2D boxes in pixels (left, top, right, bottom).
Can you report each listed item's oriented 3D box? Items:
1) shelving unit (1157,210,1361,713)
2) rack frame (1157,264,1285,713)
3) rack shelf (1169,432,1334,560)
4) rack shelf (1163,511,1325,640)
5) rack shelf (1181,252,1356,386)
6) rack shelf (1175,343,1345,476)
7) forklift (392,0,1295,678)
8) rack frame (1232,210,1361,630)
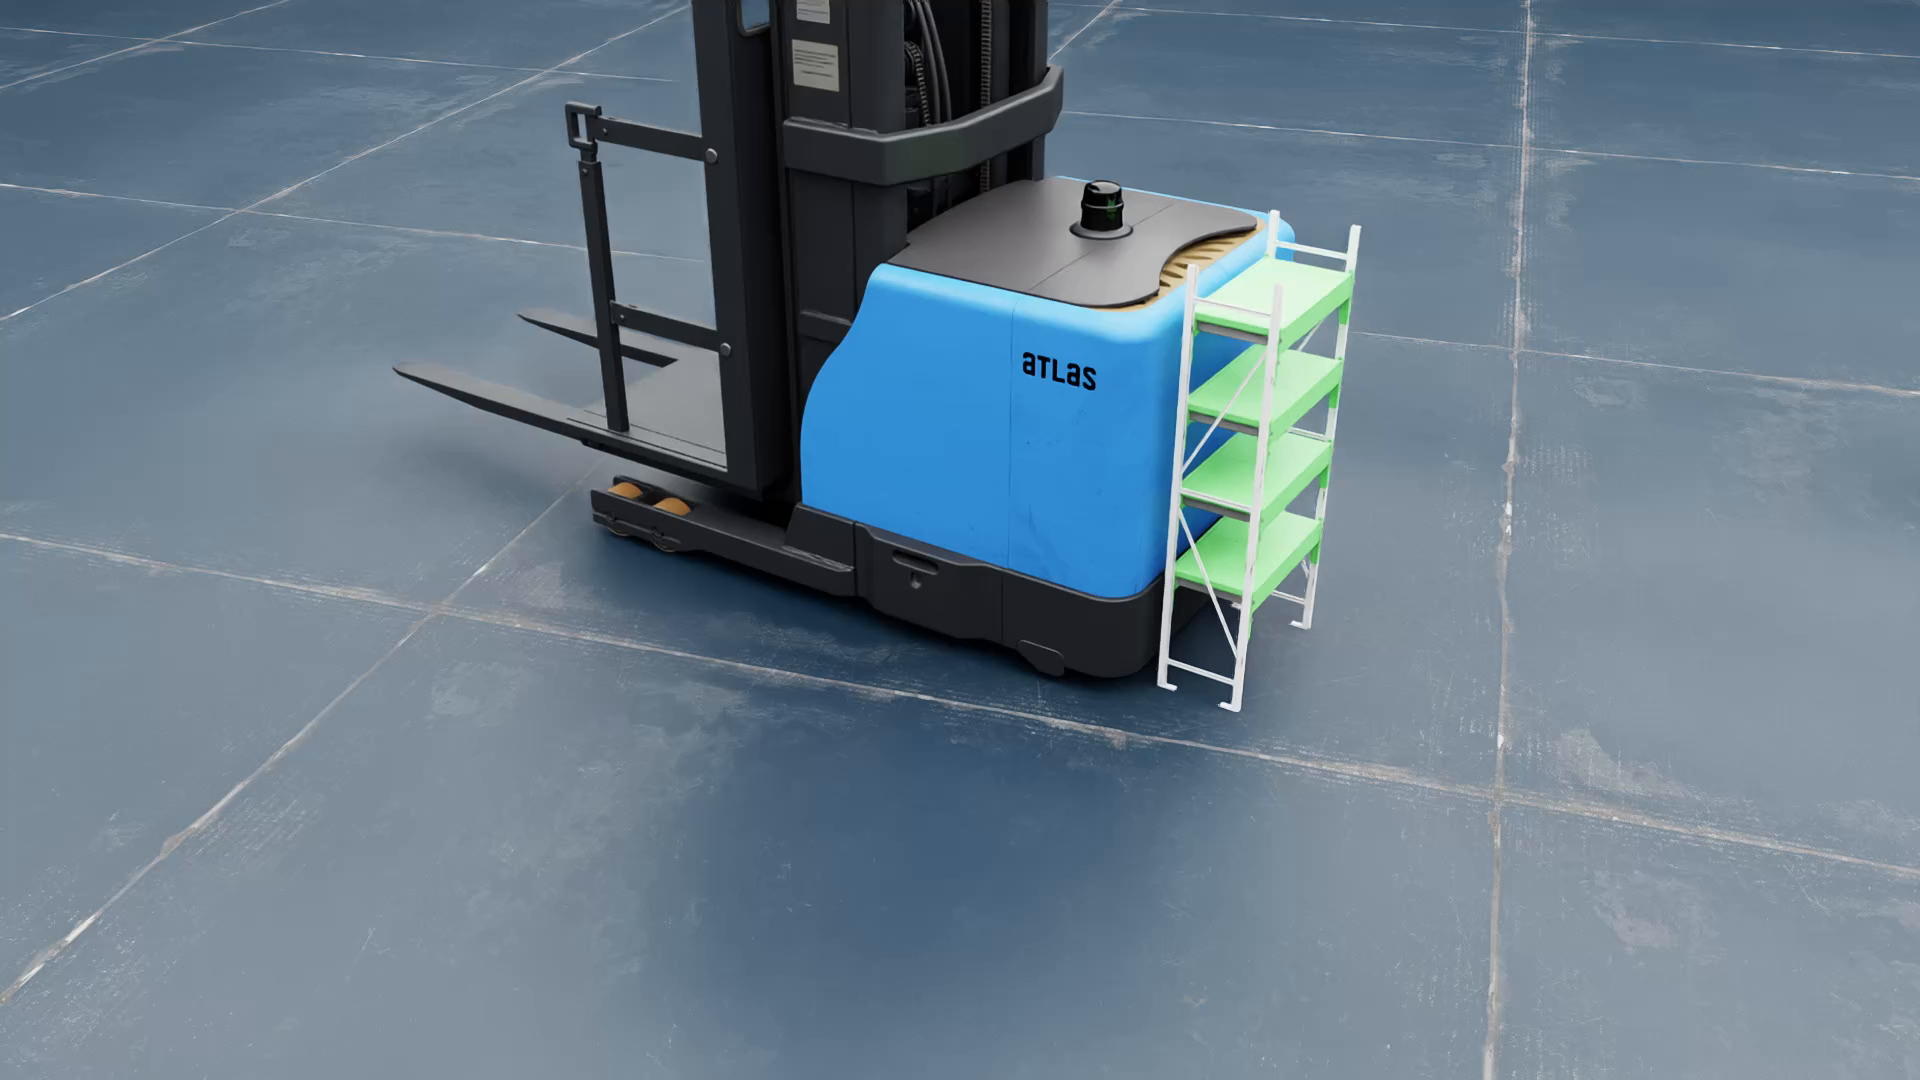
[{"bbox_3d":[0.776,-0.199,4.372,0.258,1.200,0.503,17,34,28],"label":"shelving unit"},{"bbox_3d":[0.644,-0.099,4.192,0.240,1.200,0.015,17,34,28],"label":"rack frame"},{"bbox_3d":[0.775,-0.143,4.403,0.258,0.148,0.480,17,34,28],"label":"rack shelf"},{"bbox_3d":[0.775,0.066,4.520,0.258,0.148,0.480,17,34,28],"label":"rack shelf"},{"bbox_3d":[0.777,-0.562,4.169,0.258,0.148,0.480,17,34,28],"label":"rack shelf"},{"bbox_3d":[0.776,-0.353,4.286,0.258,0.148,0.480,17,34,28],"label":"rack shelf"},{"bbox_3d":[-0.561,-1.440,4.824,3.031,2.935,1.130,17,33,28],"label":"forklift"},{"bbox_3d":[0.907,-0.299,4.552,0.240,1.200,0.015,17,34,28],"label":"rack frame"}]
